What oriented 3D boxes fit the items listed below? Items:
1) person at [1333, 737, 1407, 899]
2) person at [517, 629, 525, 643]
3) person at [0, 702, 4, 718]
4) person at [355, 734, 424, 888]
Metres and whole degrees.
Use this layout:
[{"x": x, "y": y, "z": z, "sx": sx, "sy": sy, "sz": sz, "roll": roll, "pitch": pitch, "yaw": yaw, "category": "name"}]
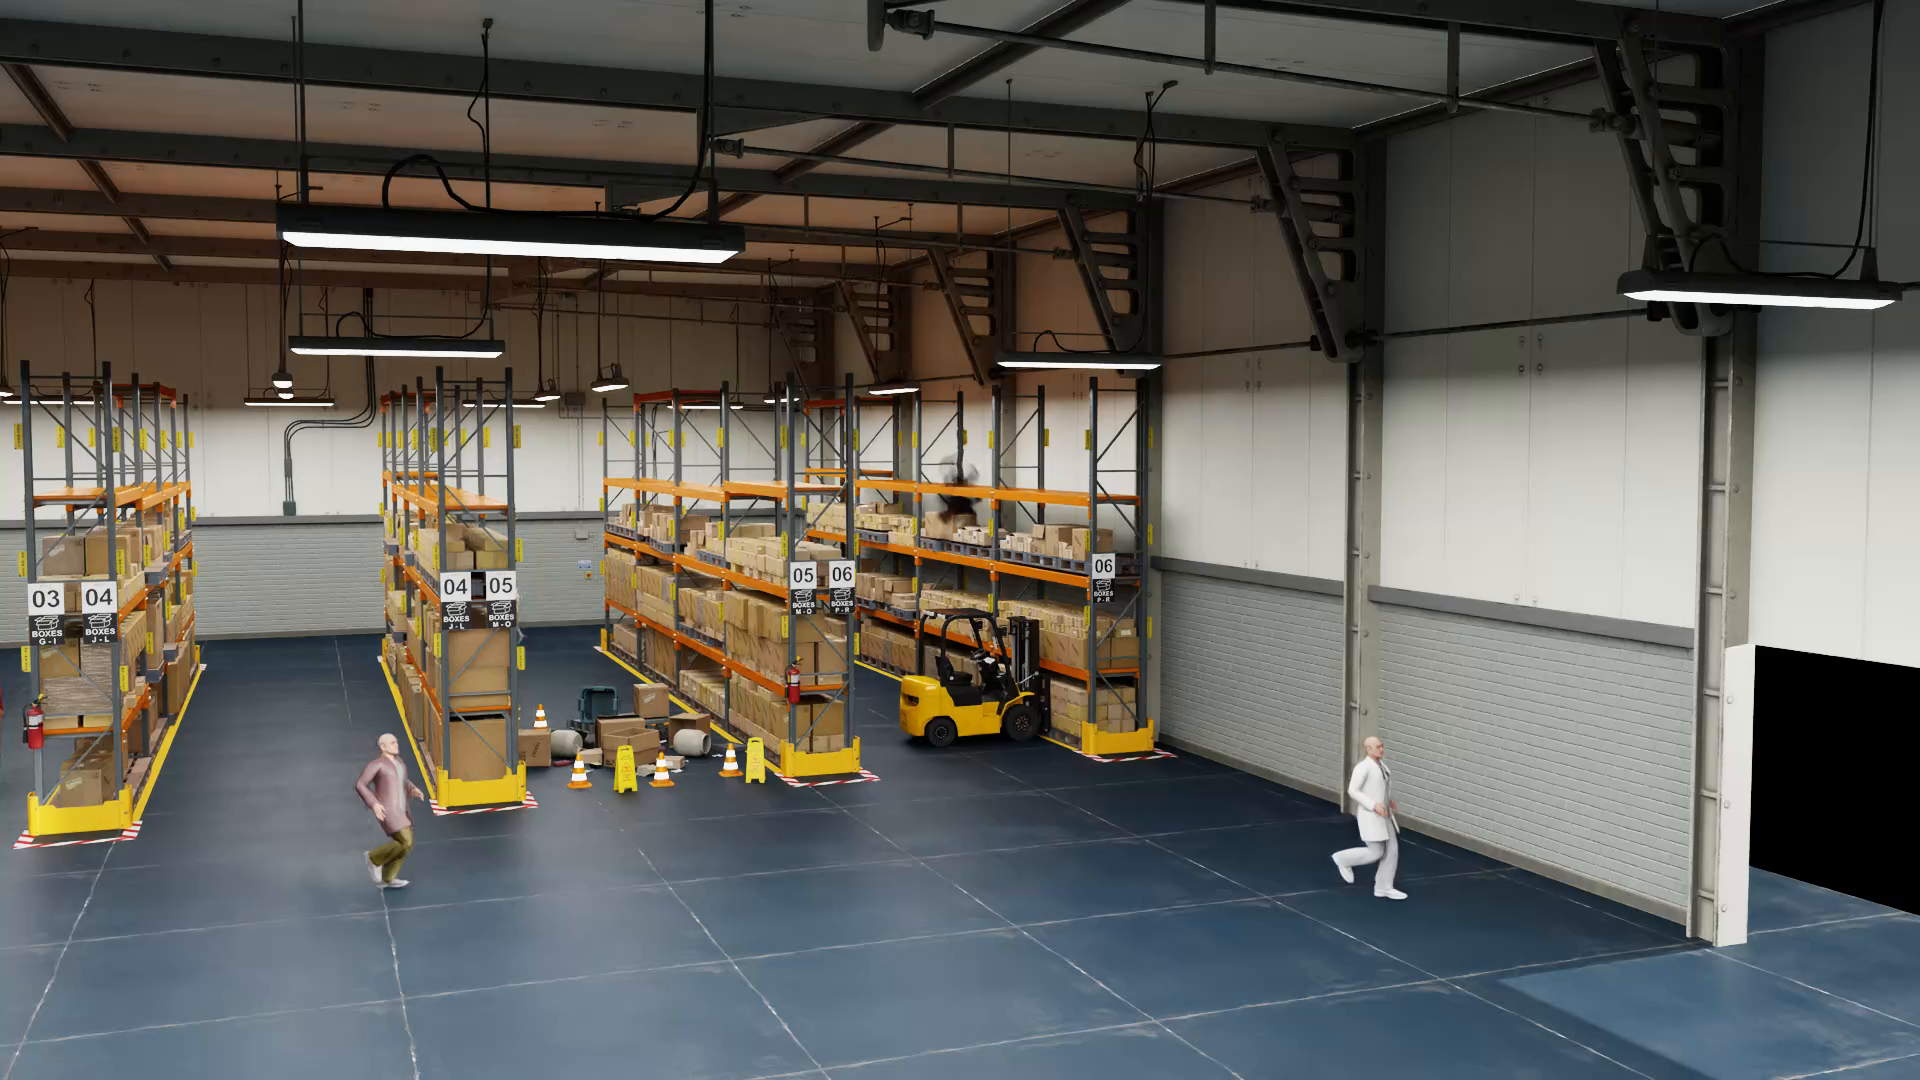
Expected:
[{"x": 4.521, "y": 3.025, "z": 18.236, "sx": 0.865, "sy": 1.745, "sz": 0.726, "roll": 3, "pitch": 5, "yaw": 42, "category": "person"}, {"x": -10.949, "y": 1.724, "z": 39.997, "sx": 0.938, "sy": 1.686, "sz": 0.606, "roll": -1, "pitch": 4, "yaw": -21, "category": "person"}, {"x": -13.852, "y": 2.749, "z": 23.427, "sx": 0.672, "sy": 1.683, "sz": 0.758, "roll": -1, "pitch": 4, "yaw": -20, "category": "person"}, {"x": -6.298, "y": 3.027, "z": 18.528, "sx": 0.624, "sy": 1.735, "sz": 0.713, "roll": 1, "pitch": 4, "yaw": 13, "category": "person"}]
